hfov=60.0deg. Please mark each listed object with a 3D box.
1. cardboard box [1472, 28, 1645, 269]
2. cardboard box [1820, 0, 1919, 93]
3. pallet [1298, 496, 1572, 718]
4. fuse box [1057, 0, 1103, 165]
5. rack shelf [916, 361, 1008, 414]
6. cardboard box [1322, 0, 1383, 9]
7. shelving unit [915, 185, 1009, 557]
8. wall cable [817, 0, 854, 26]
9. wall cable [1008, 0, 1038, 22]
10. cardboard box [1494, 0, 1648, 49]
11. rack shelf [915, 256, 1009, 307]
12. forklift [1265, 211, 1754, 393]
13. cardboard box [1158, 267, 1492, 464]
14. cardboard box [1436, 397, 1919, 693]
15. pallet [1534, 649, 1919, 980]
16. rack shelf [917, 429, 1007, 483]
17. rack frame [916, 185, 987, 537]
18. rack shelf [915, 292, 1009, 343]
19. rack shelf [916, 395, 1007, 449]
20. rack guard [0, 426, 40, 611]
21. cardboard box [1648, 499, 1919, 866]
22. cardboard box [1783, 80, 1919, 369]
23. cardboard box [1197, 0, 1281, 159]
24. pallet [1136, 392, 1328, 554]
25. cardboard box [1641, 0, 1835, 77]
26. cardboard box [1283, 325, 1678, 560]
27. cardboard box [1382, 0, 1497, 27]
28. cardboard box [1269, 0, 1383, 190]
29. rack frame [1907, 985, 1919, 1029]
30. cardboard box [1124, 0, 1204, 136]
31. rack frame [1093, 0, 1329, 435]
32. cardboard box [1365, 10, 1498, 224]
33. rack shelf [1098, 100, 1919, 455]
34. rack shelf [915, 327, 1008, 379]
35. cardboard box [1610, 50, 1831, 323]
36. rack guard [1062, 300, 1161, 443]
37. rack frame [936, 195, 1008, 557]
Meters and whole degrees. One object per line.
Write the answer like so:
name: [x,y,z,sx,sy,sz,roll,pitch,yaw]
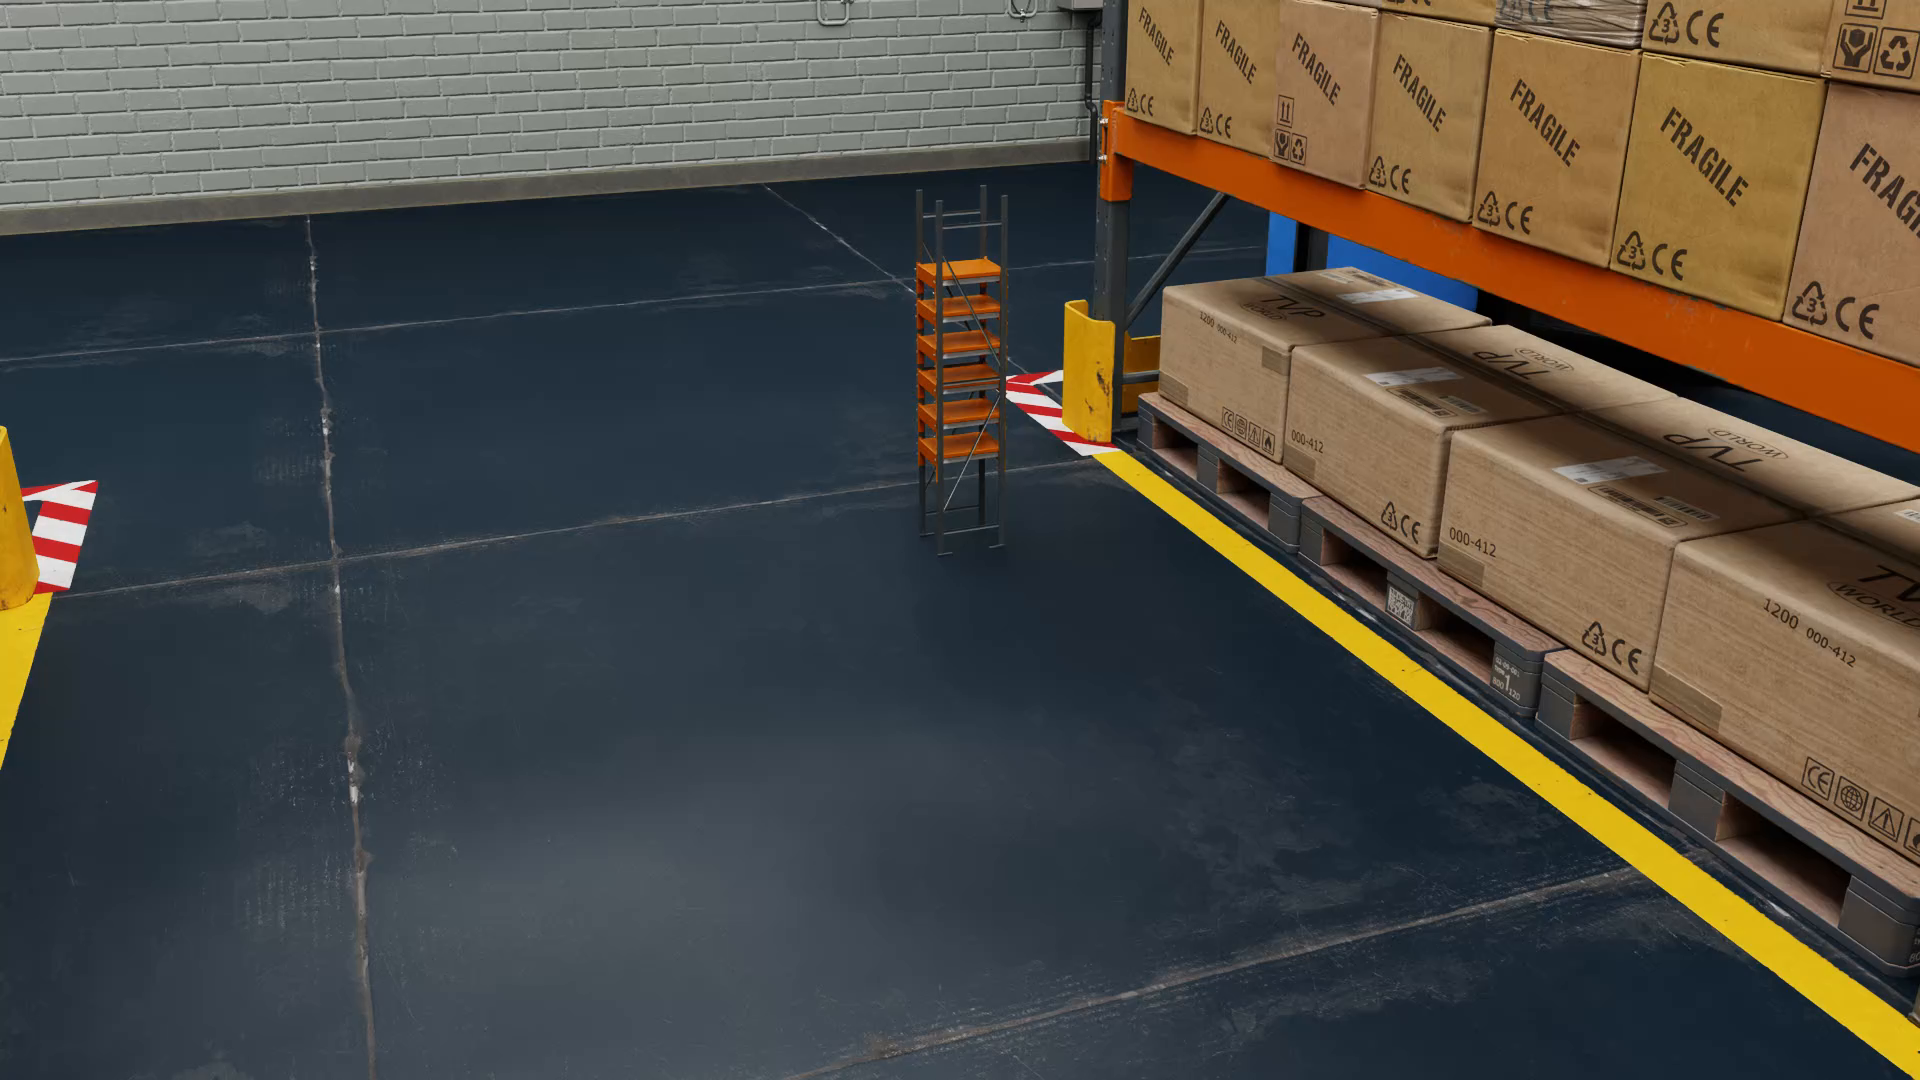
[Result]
cardboard box: [1.653,-0.990,4.107,0.500,0.500,0.500,-9,24,-20]
cardboard box: [2.009,-1.084,3.043,0.500,0.500,0.500,-9,24,-19]
pallet: [1.804,0.111,5.216,1.003,0.211,1.213,-8,24,-19]
fuse box: [1.024,-3.584,12.050,0.539,1.711,0.414,-8,24,-19]
rack shelf: [0.005,-0.507,5.522,0.258,0.103,0.180,-8,24,-19]
cardboard box: [1.302,-1.817,4.783,0.500,0.500,0.500,-9,24,-19]
shelving unit: [0.005,-0.548,5.504,0.258,1.200,0.189,-8,24,-19]
wall cable: [-0.993,-4.425,11.038,0.585,1.953,0.123,-8,24,-19]
wall cable: [0.330,-4.609,11.516,0.588,1.984,0.122,-8,24,-19]
cardboard box: [1.649,-1.453,3.919,0.500,0.500,0.500,-8,24,-18]
rack shelf: [0.005,-0.838,5.382,0.258,0.103,0.180,-8,24,-19]
forklift: [2.883,-2.044,6.825,3.031,2.935,1.130,17,28,34]
cardboard box: [1.348,-0.683,6.267,0.875,0.438,0.875,-9,25,-21]
cardboard box: [1.996,-0.024,4.703,0.875,0.438,0.875,-9,25,-21]
pallet: [2.239,0.555,4.162,1.003,0.211,1.213,-8,24,-19]
rack shelf: [0.005,-0.286,5.615,0.258,0.103,0.180,-8,24,-19]
rack frame: [-0.027,-0.581,5.583,0.240,1.200,0.006,-8,24,-19]
rack shelf: [0.005,-0.728,5.429,0.258,0.103,0.180,-8,24,-19]
rack shelf: [0.005,-0.396,5.568,0.258,0.103,0.180,-8,24,-19]
rack guard: [-3.547,-0.001,5.109,1.175,0.500,0.348,-8,24,-19]
cardboard box: [2.313,0.301,3.932,0.875,0.438,0.875,-9,24,-20]
cardboard box: [2.031,-0.623,3.237,0.500,0.500,0.500,-8,24,-19]
cardboard box: [1.127,-1.549,5.434,0.500,0.500,0.500,-9,24,-20]
pallet: [1.377,-0.332,6.266,1.003,0.211,1.213,-8,24,-19]
cardboard box: [1.838,-1.269,3.483,0.500,0.500,0.500,-9,24,-20]
cardboard box: [1.679,-0.352,5.481,0.875,0.438,0.875,-8,24,-18]
cardboard box: [1.480,-1.636,4.354,0.500,0.500,0.500,-8,24,-19]
cardboard box: [1.290,-1.362,4.990,0.500,0.500,0.500,-8,24,-19]
rack frame: [2.434,-0.443,2.939,1.000,3.000,0.127,-8,24,-19]
cardboard box: [0.922,-1.729,5.861,0.500,0.500,0.500,-9,24,-19]
rack frame: [1.021,-1.897,6.388,1.000,3.000,0.127,-8,24,-19]
cardboard box: [1.482,-1.182,4.563,0.500,0.500,0.500,-8,24,-17]
rack shelf: [1.728,-0.838,4.803,1.077,0.370,4.000,-8,24,-19]
rack shelf: [0.005,-0.617,5.475,0.258,0.103,0.180,-8,24,-19]
cardboard box: [1.844,-0.809,3.678,0.500,0.500,0.500,-9,24,-20]
rack guard: [1.013,-0.753,6.894,1.175,0.500,0.348,-8,24,-19]
rack frame: [0.037,-0.514,5.426,0.240,1.200,0.006,-8,24,-19]
